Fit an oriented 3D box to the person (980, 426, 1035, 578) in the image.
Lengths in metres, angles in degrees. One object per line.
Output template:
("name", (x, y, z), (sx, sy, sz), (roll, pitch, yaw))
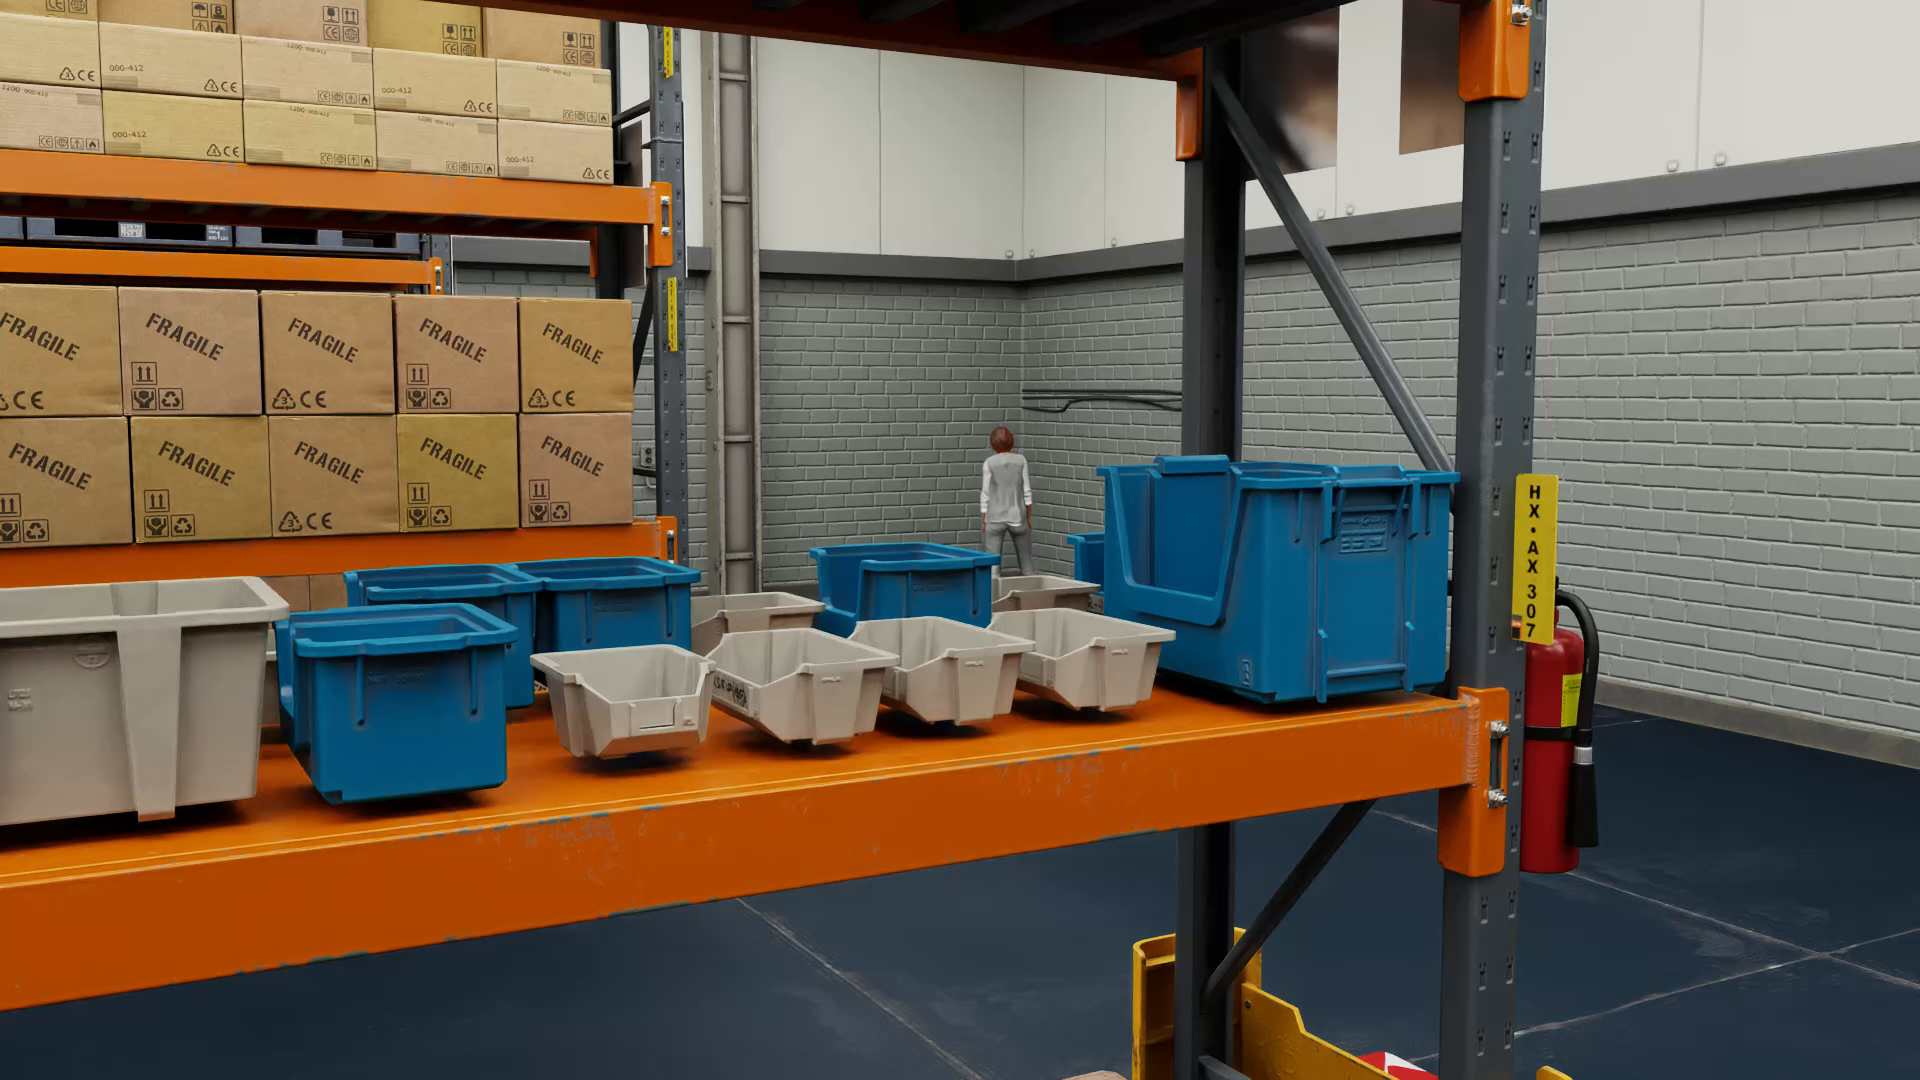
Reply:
("person", (0.408, -0.134, 13.579), (0.537, 1.594, 0.536), (-1, 5, -10))
